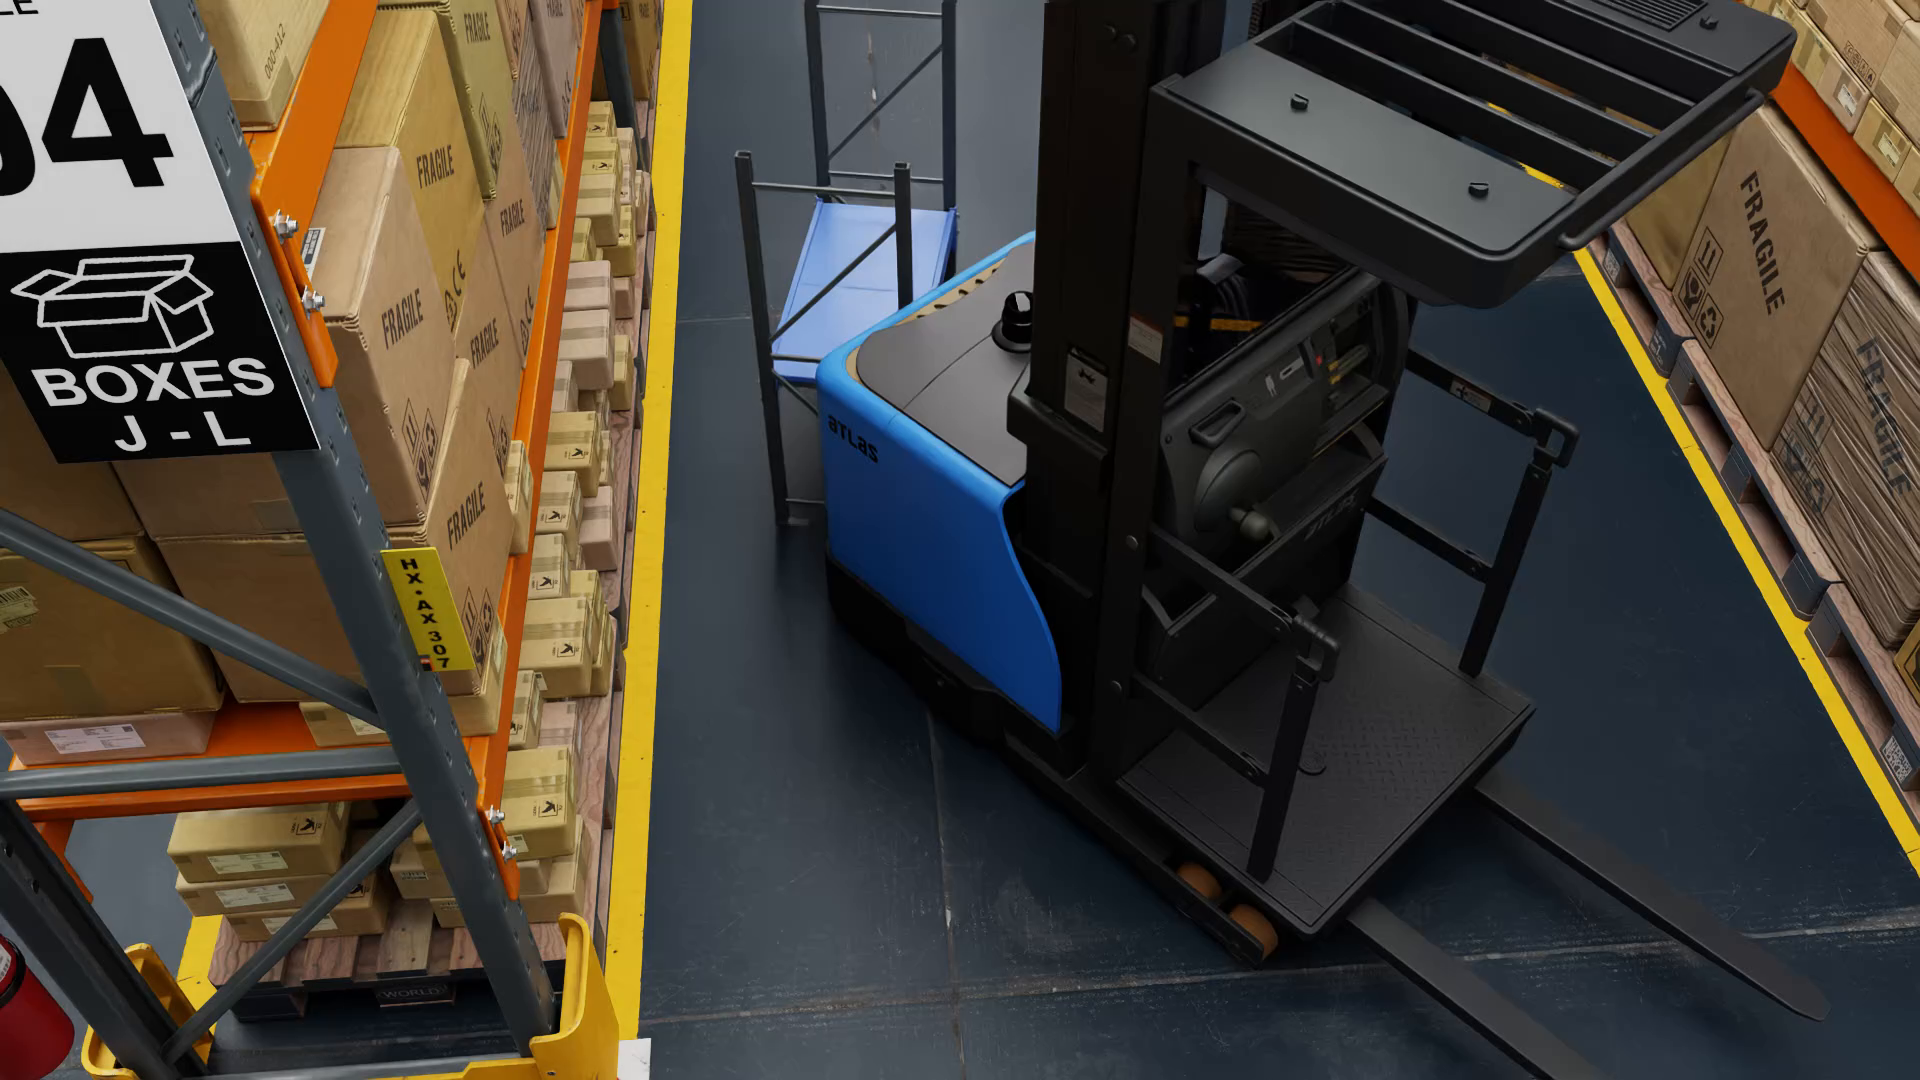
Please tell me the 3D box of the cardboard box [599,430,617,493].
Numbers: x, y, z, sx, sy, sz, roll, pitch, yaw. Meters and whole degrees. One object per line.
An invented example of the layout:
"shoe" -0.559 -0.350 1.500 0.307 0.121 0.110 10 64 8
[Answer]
"cardboard box" -1.357 -0.222 5.568 0.380 0.149 0.250 -3 47 -3

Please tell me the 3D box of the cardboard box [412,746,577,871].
"cardboard box" -1.195 0.691 4.294 0.380 0.149 0.250 -5 47 -5

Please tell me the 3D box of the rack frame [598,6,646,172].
"rack frame" -1.824 -2.435 5.990 1.000 3.000 0.127 -3 47 -3

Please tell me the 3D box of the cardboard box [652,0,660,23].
"cardboard box" -1.668 -2.653 7.629 0.500 0.500 0.500 -2 47 -1

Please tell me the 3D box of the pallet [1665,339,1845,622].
"pallet" 3.217 -0.265 5.855 1.003 0.211 1.213 -3 47 -3

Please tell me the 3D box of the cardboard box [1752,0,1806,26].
"cardboard box" 2.888 -1.772 5.535 0.380 0.149 0.250 -5 47 -4

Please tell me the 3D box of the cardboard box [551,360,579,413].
"cardboard box" -1.441 -0.436 5.362 0.380 0.149 0.250 -3 47 -3

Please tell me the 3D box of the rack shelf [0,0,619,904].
"rack shelf" -1.657 -0.740 4.881 1.077 0.370 4.000 -3 47 -3

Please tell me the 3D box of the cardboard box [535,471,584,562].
"cardboard box" -1.348 -0.067 5.012 0.380 0.149 0.250 -2 47 -2

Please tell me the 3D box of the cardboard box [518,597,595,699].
"cardboard box" -1.231 0.309 4.656 0.380 0.149 0.250 -4 47 -3

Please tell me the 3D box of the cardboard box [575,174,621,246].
"cardboard box" -1.446 -1.200 6.085 0.380 0.149 0.250 -4 47 -4

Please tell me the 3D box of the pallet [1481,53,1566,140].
"pallet" 2.987 -2.258 7.743 1.003 0.211 1.213 -3 47 -3

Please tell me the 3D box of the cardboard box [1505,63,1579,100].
"cardboard box" 3.053 -2.539 7.263 1.225 0.875 0.875 -3 47 -3

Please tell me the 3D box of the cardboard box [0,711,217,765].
"cardboard box" -1.799 0.327 3.547 0.380 0.149 0.250 -3 47 -3

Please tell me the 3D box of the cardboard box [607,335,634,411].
"cardboard box" -1.365 -0.587 5.914 0.380 0.149 0.250 -4 47 -3

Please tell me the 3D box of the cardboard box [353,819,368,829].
"cardboard box" -1.864 0.747 4.651 0.380 0.149 0.250 -2 47 -2

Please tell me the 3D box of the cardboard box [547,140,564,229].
"cardboard box" -1.365 -1.029 4.832 0.380 0.149 0.250 -3 47 -3

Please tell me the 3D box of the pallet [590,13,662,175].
"pallet" -1.891 -2.039 7.536 1.003 0.211 1.213 -3 47 -3

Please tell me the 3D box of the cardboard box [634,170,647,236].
"cardboard box" -1.452 -1.336 6.623 0.380 0.149 0.250 -3 47 -3

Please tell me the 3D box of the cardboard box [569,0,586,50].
"cardboard box" -1.460 -1.863 5.175 0.500 0.500 0.500 -5 47 -4

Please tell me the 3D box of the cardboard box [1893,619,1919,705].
"cardboard box" 3.328 0.359 4.518 0.875 0.875 0.875 -3 47 -3

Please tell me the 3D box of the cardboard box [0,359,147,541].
"cardboard box" -1.776 -0.337 3.041 0.500 0.500 0.500 -4 47 -4

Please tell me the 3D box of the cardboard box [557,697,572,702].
"cardboard box" -1.346 0.533 4.853 0.380 0.149 0.250 -3 47 -3

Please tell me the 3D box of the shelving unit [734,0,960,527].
"shelving unit" -0.327 -0.926 5.594 0.538 1.500 1.048 5 47 5

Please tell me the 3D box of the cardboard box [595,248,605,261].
"cardboard box" -1.483 -0.917 6.022 0.380 0.149 0.250 -3 47 -3

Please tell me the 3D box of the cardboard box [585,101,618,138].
"cardboard box" -1.535 -1.562 6.428 0.380 0.149 0.250 -2 47 -2

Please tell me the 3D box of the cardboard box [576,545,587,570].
"cardboard box" -1.374 0.163 5.204 0.380 0.149 0.250 -3 47 -3

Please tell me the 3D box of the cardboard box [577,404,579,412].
"cardboard box" -1.460 -0.343 5.479 0.380 0.149 0.250 -1 47 -1

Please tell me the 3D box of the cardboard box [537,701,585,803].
"cardboard box" -1.244 0.597 4.588 0.380 0.149 0.250 -4 47 -3

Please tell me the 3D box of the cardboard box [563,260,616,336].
"cardboard box" -1.388 -0.817 5.722 0.380 0.149 0.250 -6 47 -5

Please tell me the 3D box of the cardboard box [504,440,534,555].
"cardboard box" -1.222 -0.088 3.941 0.380 0.149 0.250 -5 47 -4

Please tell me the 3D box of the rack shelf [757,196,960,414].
"rack shelf" -0.327 -0.802 5.724 0.538 0.185 1.000 5 47 5

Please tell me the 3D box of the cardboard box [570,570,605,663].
"cardboard box" -1.266 0.233 4.933 0.380 0.149 0.250 -2 47 -2

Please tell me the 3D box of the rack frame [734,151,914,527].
"rack frame" -0.390 -0.559 5.247 0.500 1.500 0.032 5 47 5

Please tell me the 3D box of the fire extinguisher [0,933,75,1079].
"fire extinguisher" -1.928 0.824 3.213 0.296 0.674 0.183 -3 47 -3

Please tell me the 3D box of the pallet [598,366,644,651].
"pallet" -1.628 -0.107 5.706 1.003 0.211 1.213 -3 47 -3

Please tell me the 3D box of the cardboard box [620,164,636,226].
"cardboard box" -1.446 -1.298 6.382 0.380 0.149 0.250 -6 47 -5

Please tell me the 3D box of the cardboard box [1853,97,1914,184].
"cardboard box" 2.952 -1.215 5.008 0.380 0.149 0.250 -5 47 -4

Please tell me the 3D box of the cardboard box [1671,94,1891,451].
"cardboard box" 3.177 -0.943 5.752 0.875 0.875 0.875 -3 47 -3

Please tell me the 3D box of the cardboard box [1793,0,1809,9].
"cardboard box" 2.941 -1.998 5.475 0.500 0.250 0.500 -4 47 -3

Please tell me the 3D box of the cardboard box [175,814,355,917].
"cardboard box" -1.818 0.828 4.369 0.380 0.149 0.250 -5 47 -4

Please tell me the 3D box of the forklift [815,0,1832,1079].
"forklift" 0.958 -0.261 3.978 1.130 2.935 3.031 -35 56 -29

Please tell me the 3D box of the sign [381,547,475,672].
"sign" -0.949 0.129 2.966 0.100 0.325 0.005 -3 47 -3
